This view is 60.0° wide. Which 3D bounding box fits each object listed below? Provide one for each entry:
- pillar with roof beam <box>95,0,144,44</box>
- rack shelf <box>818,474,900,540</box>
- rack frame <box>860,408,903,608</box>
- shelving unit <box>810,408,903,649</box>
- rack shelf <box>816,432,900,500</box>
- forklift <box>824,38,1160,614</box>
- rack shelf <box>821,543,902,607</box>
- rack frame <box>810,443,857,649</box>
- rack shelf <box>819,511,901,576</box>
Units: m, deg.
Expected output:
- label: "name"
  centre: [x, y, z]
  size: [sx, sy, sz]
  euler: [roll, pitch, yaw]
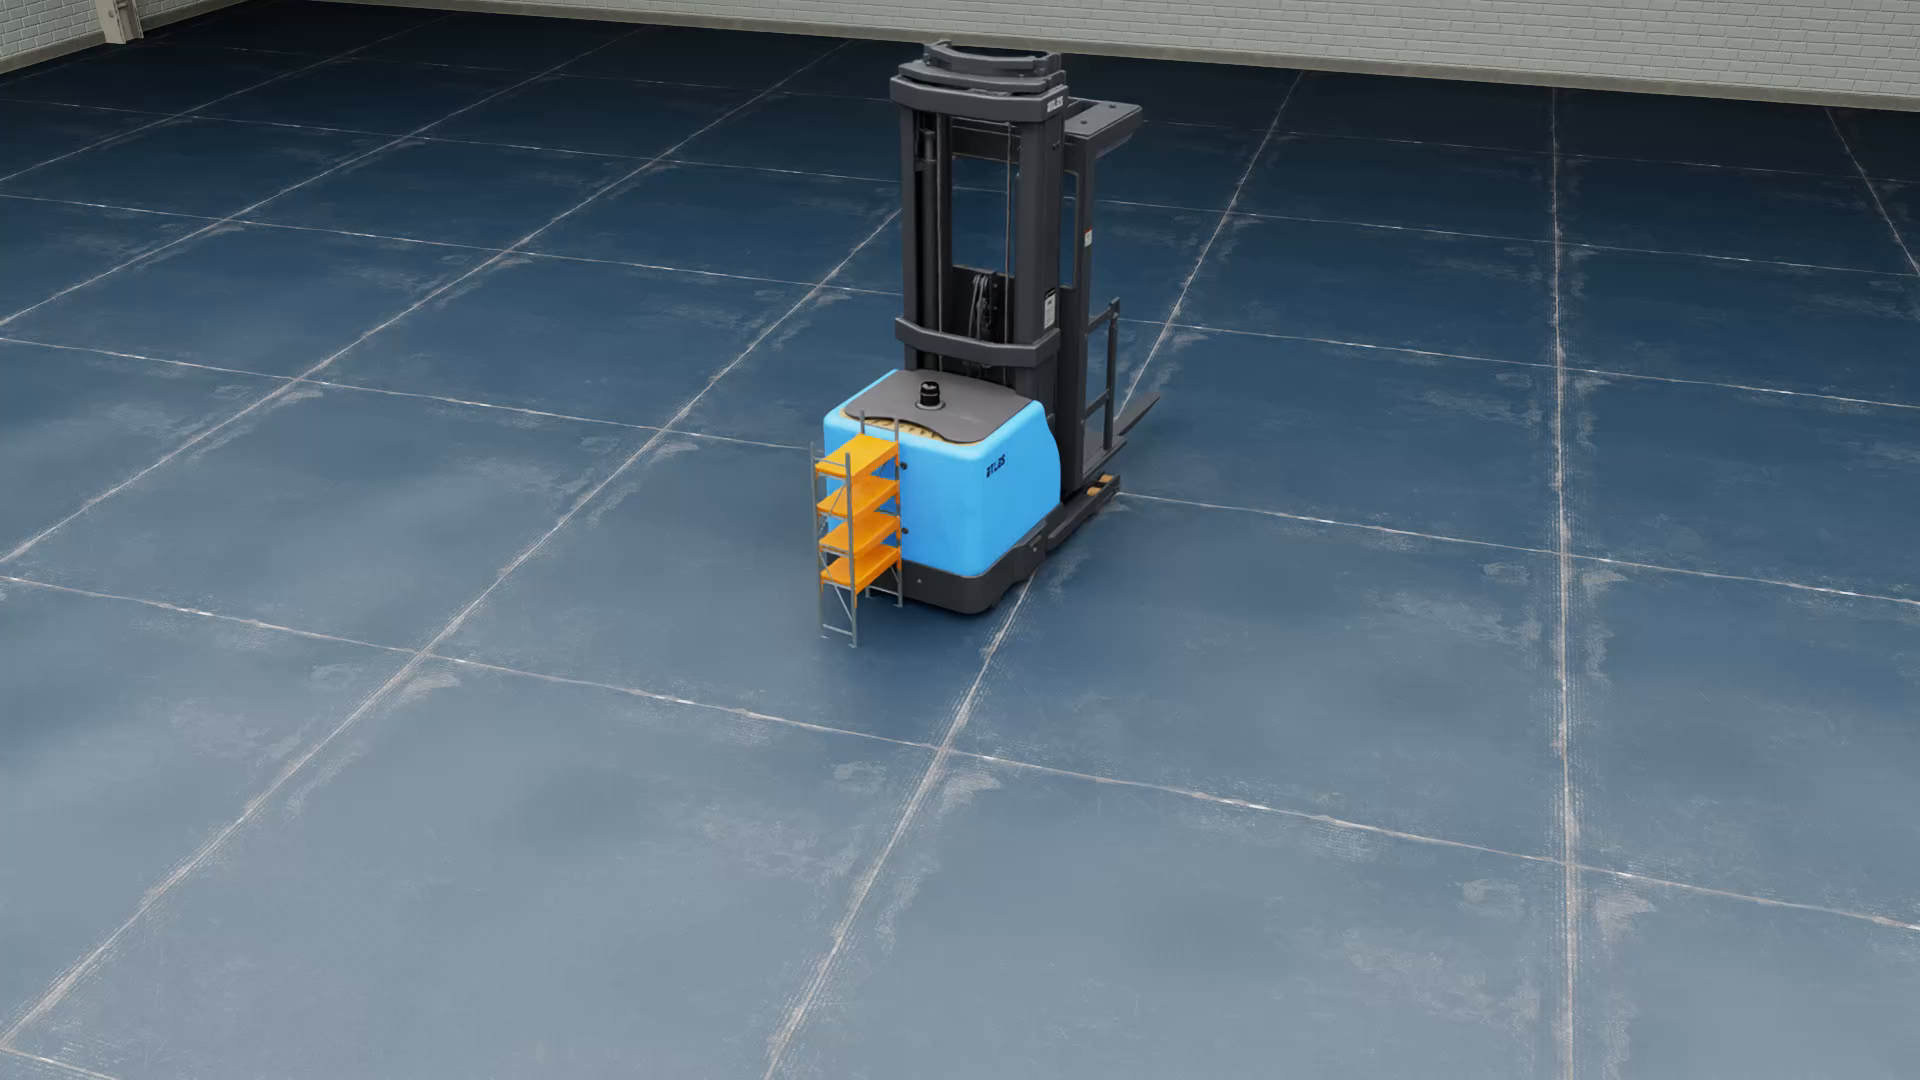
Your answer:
- label: "pillar with roof beam"
  centre: [-7.097, -10.029, 19.022]
  size: [9.100, 9.000, 0.400]
  euler: [8, 30, 15]
- label: "rack shelf"
  centre: [-0.557, -0.195, 9.044]
  size: [0.258, 0.148, 0.480]
  euler: [15, 33, 25]
- label: "rack frame"
  centre: [-0.438, -0.163, 9.306]
  size: [0.240, 1.200, 0.015]
  euler: [15, 33, 25]
- label: "shelving unit"
  centre: [-0.557, -0.059, 9.120]
  size: [0.258, 1.200, 0.503]
  euler: [15, 33, 25]
- label: "rack shelf"
  centre: [-0.558, -0.402, 8.928]
  size: [0.258, 0.148, 0.480]
  euler: [15, 33, 25]
- label: "forklift"
  centre: [0.376, -1.550, 10.022]
  size: [1.130, 2.935, 3.031]
  euler: [15, 32, 25]
- label: "rack shelf"
  centre: [-0.557, 0.173, 9.250]
  size: [0.258, 0.148, 0.480]
  euler: [15, 33, 25]
- label: "rack frame"
  centre: [-0.676, 0.045, 8.934]
  size: [0.240, 1.200, 0.015]
  euler: [15, 33, 25]
- label: "rack shelf"
  centre: [-0.557, 0.000, 9.153]
  size: [0.258, 0.148, 0.480]
  euler: [15, 33, 25]
